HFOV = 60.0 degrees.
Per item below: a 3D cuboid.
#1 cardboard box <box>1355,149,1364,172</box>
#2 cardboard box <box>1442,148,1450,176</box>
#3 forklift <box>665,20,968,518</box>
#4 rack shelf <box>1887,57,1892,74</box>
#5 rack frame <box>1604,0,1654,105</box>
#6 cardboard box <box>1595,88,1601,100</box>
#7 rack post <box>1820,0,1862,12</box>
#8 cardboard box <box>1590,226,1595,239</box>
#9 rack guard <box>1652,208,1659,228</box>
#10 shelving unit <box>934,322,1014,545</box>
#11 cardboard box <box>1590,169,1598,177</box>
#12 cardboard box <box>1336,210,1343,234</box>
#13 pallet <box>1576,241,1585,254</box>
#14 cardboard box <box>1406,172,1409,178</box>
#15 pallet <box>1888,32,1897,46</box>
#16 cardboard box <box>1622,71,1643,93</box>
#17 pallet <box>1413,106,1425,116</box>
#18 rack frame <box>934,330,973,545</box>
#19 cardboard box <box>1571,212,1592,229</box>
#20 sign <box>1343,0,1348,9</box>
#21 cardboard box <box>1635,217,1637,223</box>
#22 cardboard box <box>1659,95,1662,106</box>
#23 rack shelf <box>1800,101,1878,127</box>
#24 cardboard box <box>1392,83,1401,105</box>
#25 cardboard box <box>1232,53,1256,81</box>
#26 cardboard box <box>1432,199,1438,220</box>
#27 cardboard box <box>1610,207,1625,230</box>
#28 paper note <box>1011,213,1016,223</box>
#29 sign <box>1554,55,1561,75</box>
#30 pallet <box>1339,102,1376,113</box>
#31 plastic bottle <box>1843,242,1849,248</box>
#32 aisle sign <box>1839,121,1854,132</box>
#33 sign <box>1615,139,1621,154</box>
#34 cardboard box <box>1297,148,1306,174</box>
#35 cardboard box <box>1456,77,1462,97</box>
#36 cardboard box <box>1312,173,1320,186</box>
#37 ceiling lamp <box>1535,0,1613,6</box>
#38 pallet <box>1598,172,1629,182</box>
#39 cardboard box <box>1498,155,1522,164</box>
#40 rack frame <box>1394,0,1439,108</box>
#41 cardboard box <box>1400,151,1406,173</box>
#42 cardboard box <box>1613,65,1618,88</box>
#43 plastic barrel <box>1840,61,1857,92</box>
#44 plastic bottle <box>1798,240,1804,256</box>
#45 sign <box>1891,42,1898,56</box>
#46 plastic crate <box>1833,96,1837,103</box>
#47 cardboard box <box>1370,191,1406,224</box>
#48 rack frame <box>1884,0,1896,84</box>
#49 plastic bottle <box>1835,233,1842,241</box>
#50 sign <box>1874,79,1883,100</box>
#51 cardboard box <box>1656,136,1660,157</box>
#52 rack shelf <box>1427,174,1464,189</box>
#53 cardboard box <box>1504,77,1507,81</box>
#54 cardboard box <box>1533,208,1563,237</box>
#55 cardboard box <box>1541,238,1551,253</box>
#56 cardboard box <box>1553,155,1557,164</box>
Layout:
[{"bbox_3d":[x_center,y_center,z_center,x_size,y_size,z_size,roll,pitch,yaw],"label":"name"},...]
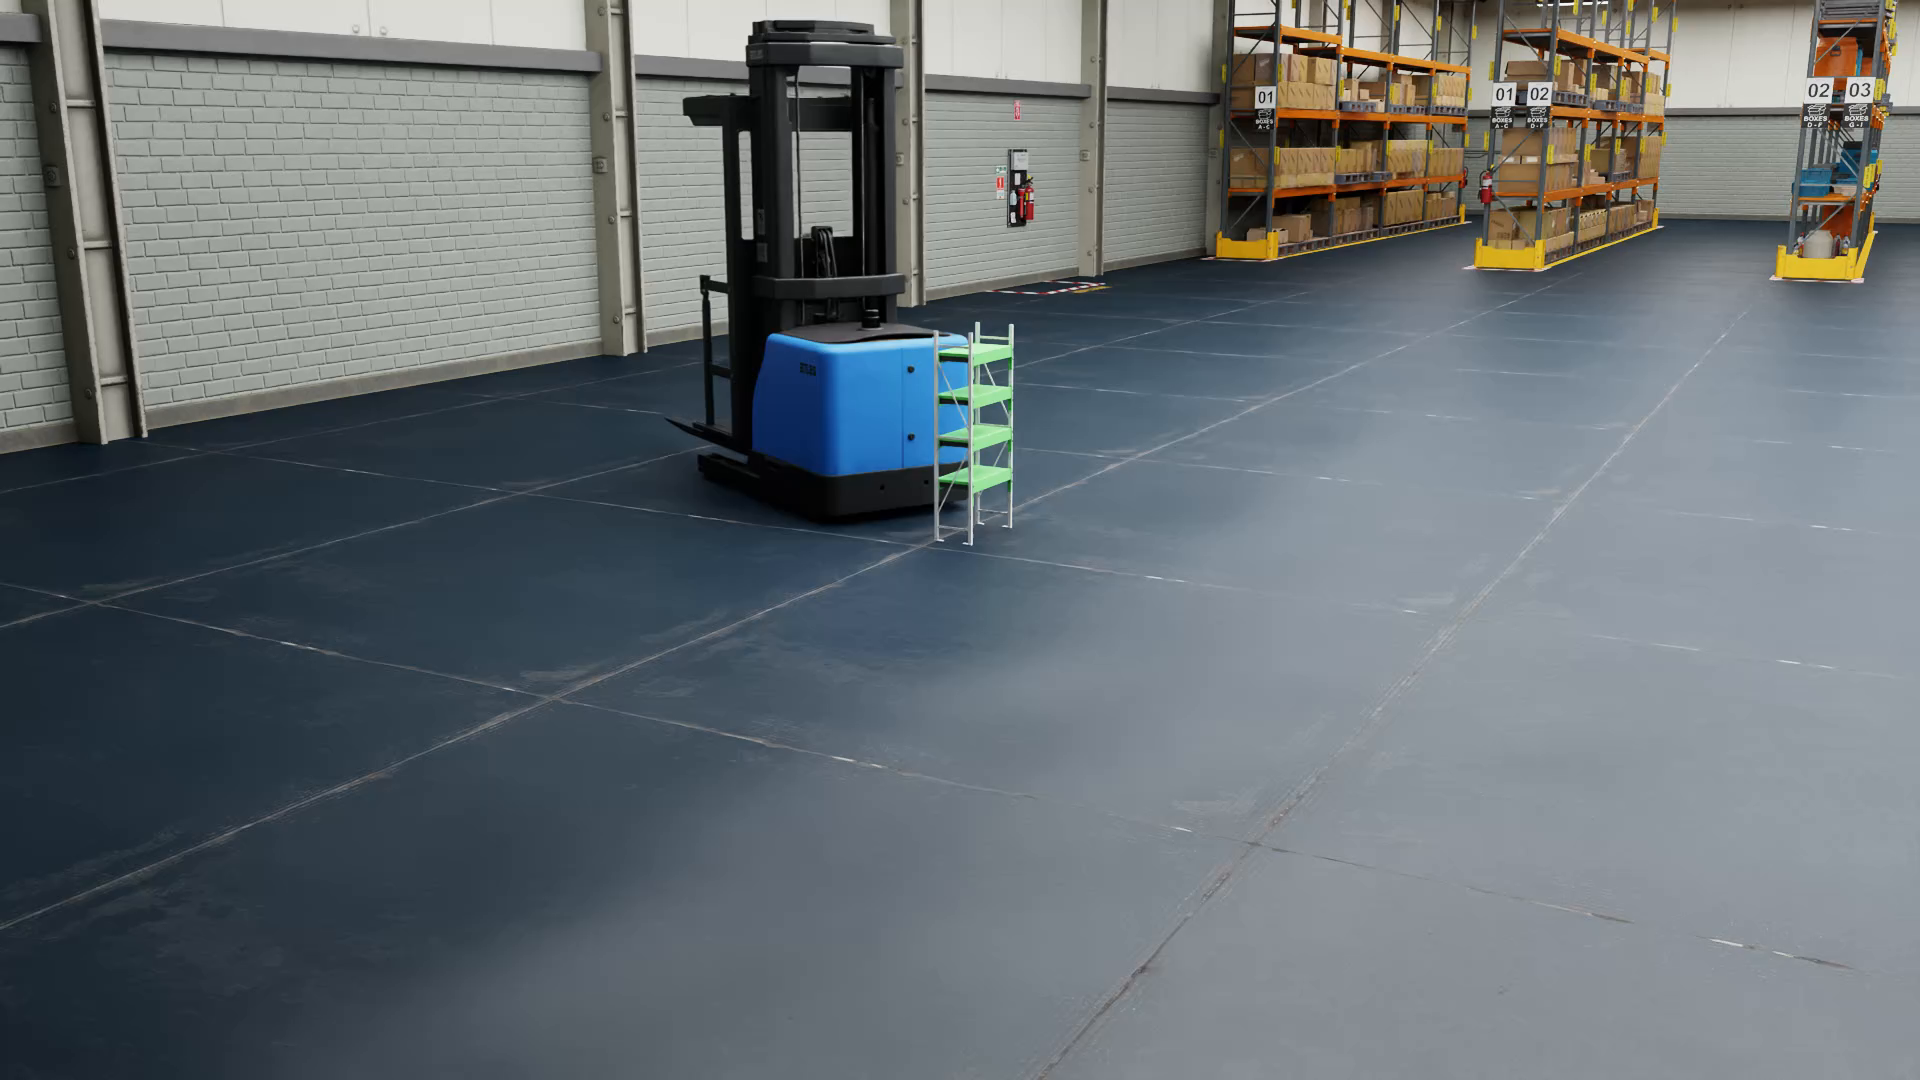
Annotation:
[{"bbox_3d":[8.583,-8.466,37.099,0.700,0.500,0.500,7,15,28],"label":"cardboard box"},{"bbox_3d":[12.296,-9.935,43.703,0.980,0.700,0.700,7,15,25],"label":"cardboard box"},{"bbox_3d":[-1.120,-1.854,10.971,1.130,2.935,3.031,-8,16,-30],"label":"forklift"},{"bbox_3d":[20.958,-11.040,38.516,1.077,0.370,4.000,7,15,28],"label":"rack shelf"},{"bbox_3d":[15.656,-11.736,39.014,1.000,3.000,0.127,7,15,28],"label":"rack frame"},{"bbox_3d":[13.029,-9.263,34.581,0.500,0.250,0.500,7,15,27],"label":"cardboard box"},{"bbox_3d":[15.099,-9.077,28.144,0.937,0.300,0.954,7,15,27],"label":"rack post"},{"bbox_3d":[12.944,-6.416,34.718,0.500,0.250,0.500,8,16,29],"label":"cardboard box"},{"bbox_3d":[17.553,-8.410,43.350,1.175,0.500,0.348,7,15,28],"label":"rack guard"},{"bbox_3d":[0.080,-0.617,9.534,0.258,1.200,0.503,7,15,28],"label":"shelving unit"},{"bbox_3d":[13.509,-7.886,36.035,0.500,0.311,0.500,9,16,32],"label":"cardboard box"},{"bbox_3d":[7.998,-7.002,36.573,0.700,0.500,0.500,7,15,27],"label":"cardboard box"},{"bbox_3d":[12.111,-5.979,33.881,1.003,0.211,1.213,7,15,28],"label":"pallet"},{"bbox_3d":[10.750,-8.911,40.588,0.380,0.149,0.250,7,15,26],"label":"cardboard box"},{"bbox_3d":[18.433,-10.212,33.948,1.213,0.211,1.003,7,15,28],"label":"pallet"},{"bbox_3d":[15.858,-10.917,39.669,0.700,0.500,0.500,7,15,28],"label":"cardboard box"},{"bbox_3d":[10.918,-10.552,40.910,0.805,0.209,1.217,7,15,26],"label":"pallet"},{"bbox_3d":[-0.038,-0.567,9.326,0.240,1.200,0.015,7,15,28],"label":"rack frame"},{"bbox_3d":[12.703,-6.584,34.216,0.500,0.311,0.500,7,15,26],"label":"cardboard box"},{"bbox_3d":[7.917,-11.083,34.142,0.100,0.325,0.005,7,15,28],"label":"sign"},{"bbox_3d":[16.458,-7.896,40.994,0.380,0.166,0.250,7,15,28],"label":"cardboard box"},{"bbox_3d":[17.324,-11.032,41.746,0.500,0.250,0.500,7,15,28],"label":"cardboard box"},{"bbox_3d":[15.157,-7.315,28.609,1.077,0.370,4.000,7,15,28],"label":"rack shelf"},{"bbox_3d":[10.058,-10.613,39.603,0.700,0.500,0.500,8,16,31],"label":"cardboard box"},{"bbox_3d":[5.497,-9.039,31.837,0.500,0.500,0.500,8,16,31],"label":"cardboard box"},{"bbox_3d":[12.015,-8.614,43.300,0.700,0.500,0.500,7,15,27],"label":"cardboard box"},{"bbox_3d":[14.936,-7.377,38.127,0.500,0.500,0.500,7,15,26],"label":"cardboard box"},{"bbox_3d":[0.824,-4.970,25.626,0.016,0.148,0.142,7,15,28],"label":"paper note"},{"bbox_3d":[10.338,-8.215,28.776,0.100,0.325,0.005,7,15,28],"label":"sign"},{"bbox_3d":[8.341,-9.434,36.264,1.213,0.211,1.003,7,15,28],"label":"pallet"},{"bbox_3d":[15.651,-5.152,29.388,0.097,0.271,0.097,0,14,0],"label":"plastic bottle"},{"bbox_3d":[21.699,-10.391,40.686,0.394,0.787,0.004,7,15,28],"label":"aisle sign"},{"bbox_3d":[14.210,-8.500,35.920,0.100,0.325,0.005,7,15,28],"label":"sign"},{"bbox_3d":[6.514,-7.489,32.875,0.500,0.500,0.500,7,15,26],"label":"cardboard box"},{"bbox_3d":[12.886,-11.921,43.792,0.500,0.500,0.500,8,16,30],"label":"cardboard box"},{"bbox_3d":[7.010,-7.338,33.848,0.500,0.250,0.500,7,15,28],"label":"cardboard box"},{"bbox_3d":[16.760,-16.220,45.156,2.000,3.185,0.800,7,15,28],"label":"ceiling lamp"},{"bbox_3d":[14.659,-8.305,37.993,1.003,0.211,1.213,7,15,28],"label":"pallet"},{"bbox_3d":[9.873,-6.822,29.832,0.380,0.149,0.250,7,15,27],"label":"cardboard box"},{"bbox_3d":[11.318,-12.297,41.339,1.000,3.000,0.127,7,15,28],"label":"rack frame"},{"bbox_3d":[10.346,-9.041,39.745,0.500,0.500,0.500,7,15,28],"label":"cardboard box"},{"bbox_3d":[14.186,-10.185,36.635,0.500,0.500,0.500,7,15,28],"label":"cardboard box"},{"bbox_3d":[14.630,-7.798,27.781,0.600,0.588,0.600,0,14,0],"label":"plastic barrel"},{"bbox_3d":[14.840,-5.161,29.412,0.152,0.276,0.135,8,15,28],"label":"plastic bottle"},{"bbox_3d":[22.414,-11.779,39.880,0.100,0.325,0.005,7,15,28],"label":"sign"},{"bbox_3d":[15.122,-7.679,29.037,0.336,0.188,0.450,7,15,28],"label":"plastic crate"},{"bbox_3d":[10.284,-8.034,40.148,0.750,0.750,0.750,7,15,28],"label":"cardboard box"},{"bbox_3d":[19.991,-11.174,36.683,1.000,3.000,0.127,7,15,28],"label":"rack frame"},{"bbox_3d":[15.938,-5.394,30.221,0.144,0.351,0.185,7,15,28],"label":"plastic bottle"},{"bbox_3d":[14.669,-7.195,26.559,0.100,0.325,0.005,7,15,28],"label":"sign"},{"bbox_3d":[17.372,-9.949,42.054,0.500,0.500,0.500,8,16,30],"label":"cardboard box"},{"bbox_3d":[12.285,-9.441,43.829,1.077,0.370,4.000,7,15,28],"label":"rack shelf"},{"bbox_3d":[10.181,-8.281,30.210,0.500,0.250,0.500,7,15,28],"label":"cardboard box"},{"bbox_3d":[11.037,-5.982,31.317,0.500,0.500,0.500,7,15,28],"label":"cardboard box"},{"bbox_3d":[10.548,-5.413,30.557,0.500,0.250,0.500,7,15,28],"label":"cardboard box"},{"bbox_3d":[10.731,-6.990,30.530,0.380,0.149,0.250,7,15,26],"label":"cardboard box"}]
